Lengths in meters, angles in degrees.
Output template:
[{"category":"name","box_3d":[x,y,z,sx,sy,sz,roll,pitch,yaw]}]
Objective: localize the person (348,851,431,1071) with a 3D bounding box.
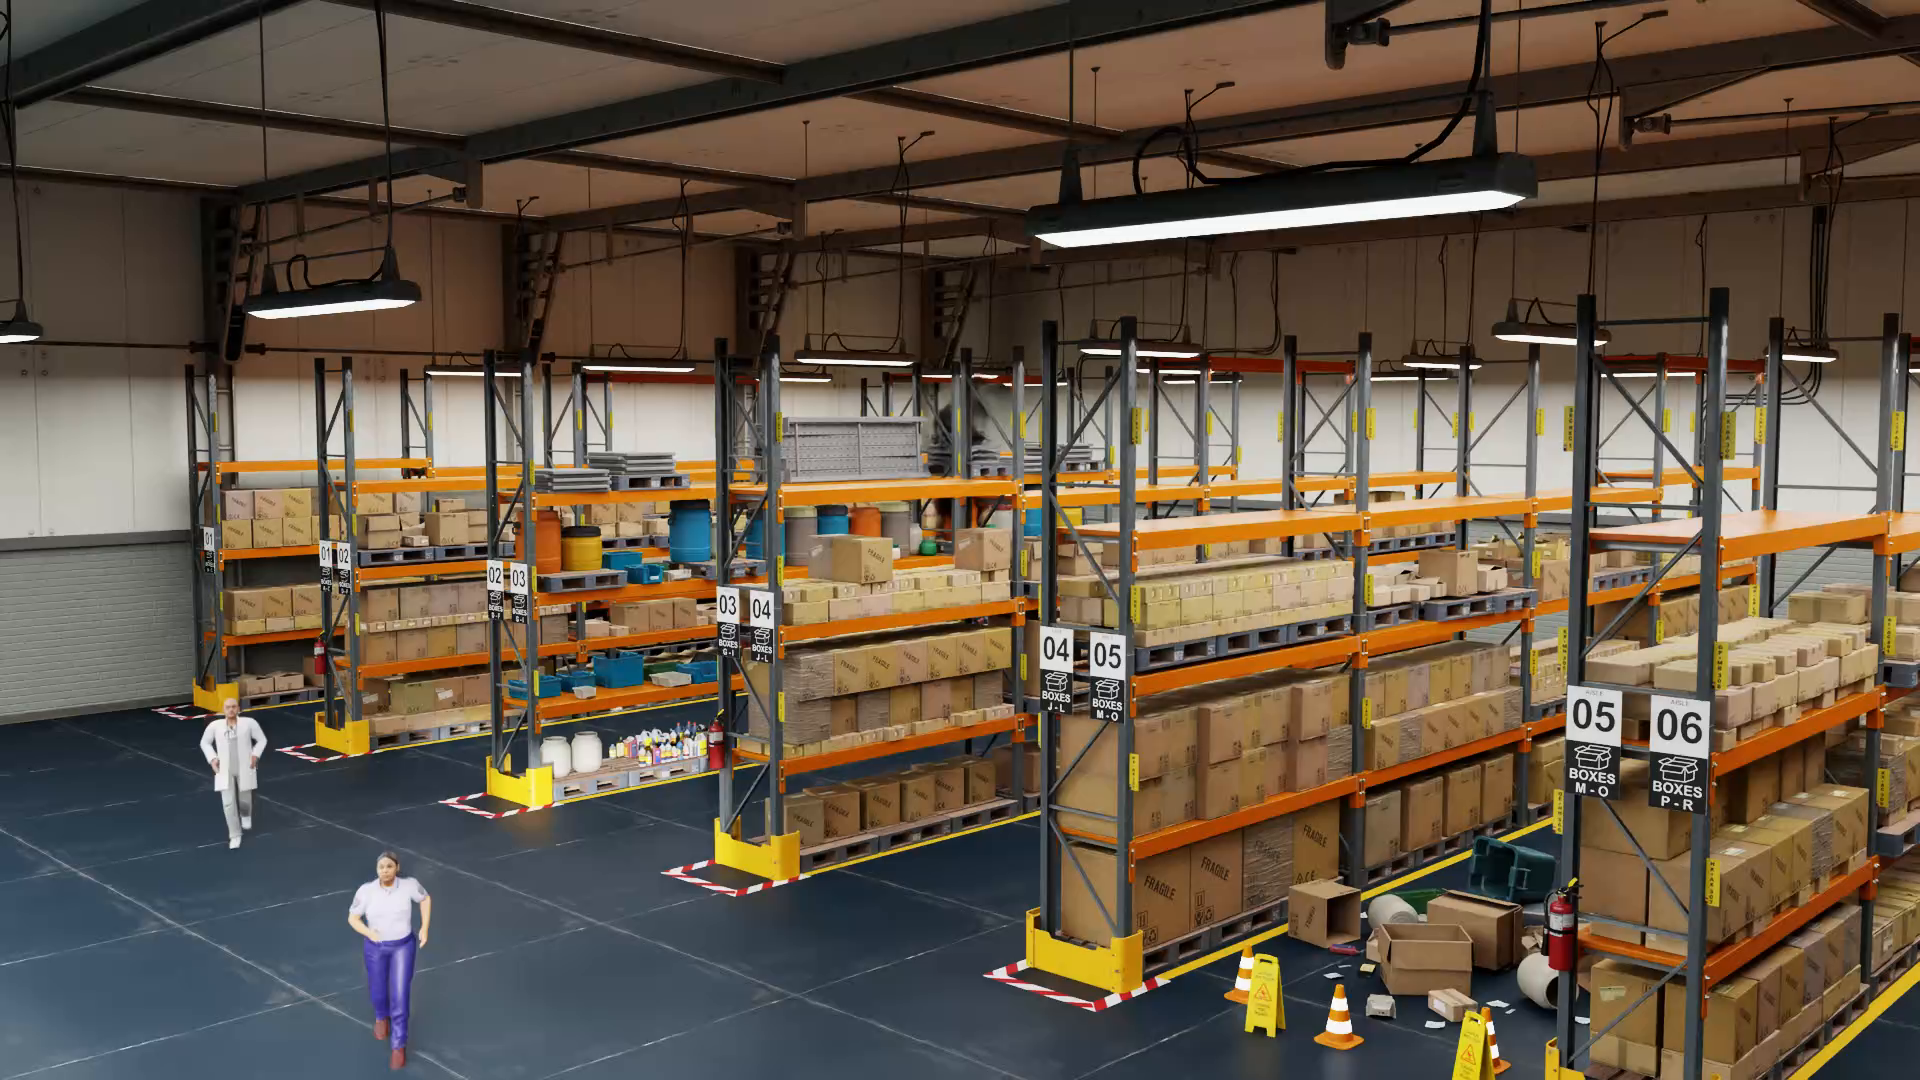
[{"category":"person","box_3d":[-4.591,3.364,13.409,0.624,1.593,0.829,-1,5,-15]}]

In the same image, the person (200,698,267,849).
[{"category":"person","box_3d":[-8.714,2.760,19.961,0.739,1.755,0.833,-2,5,-19]}]
